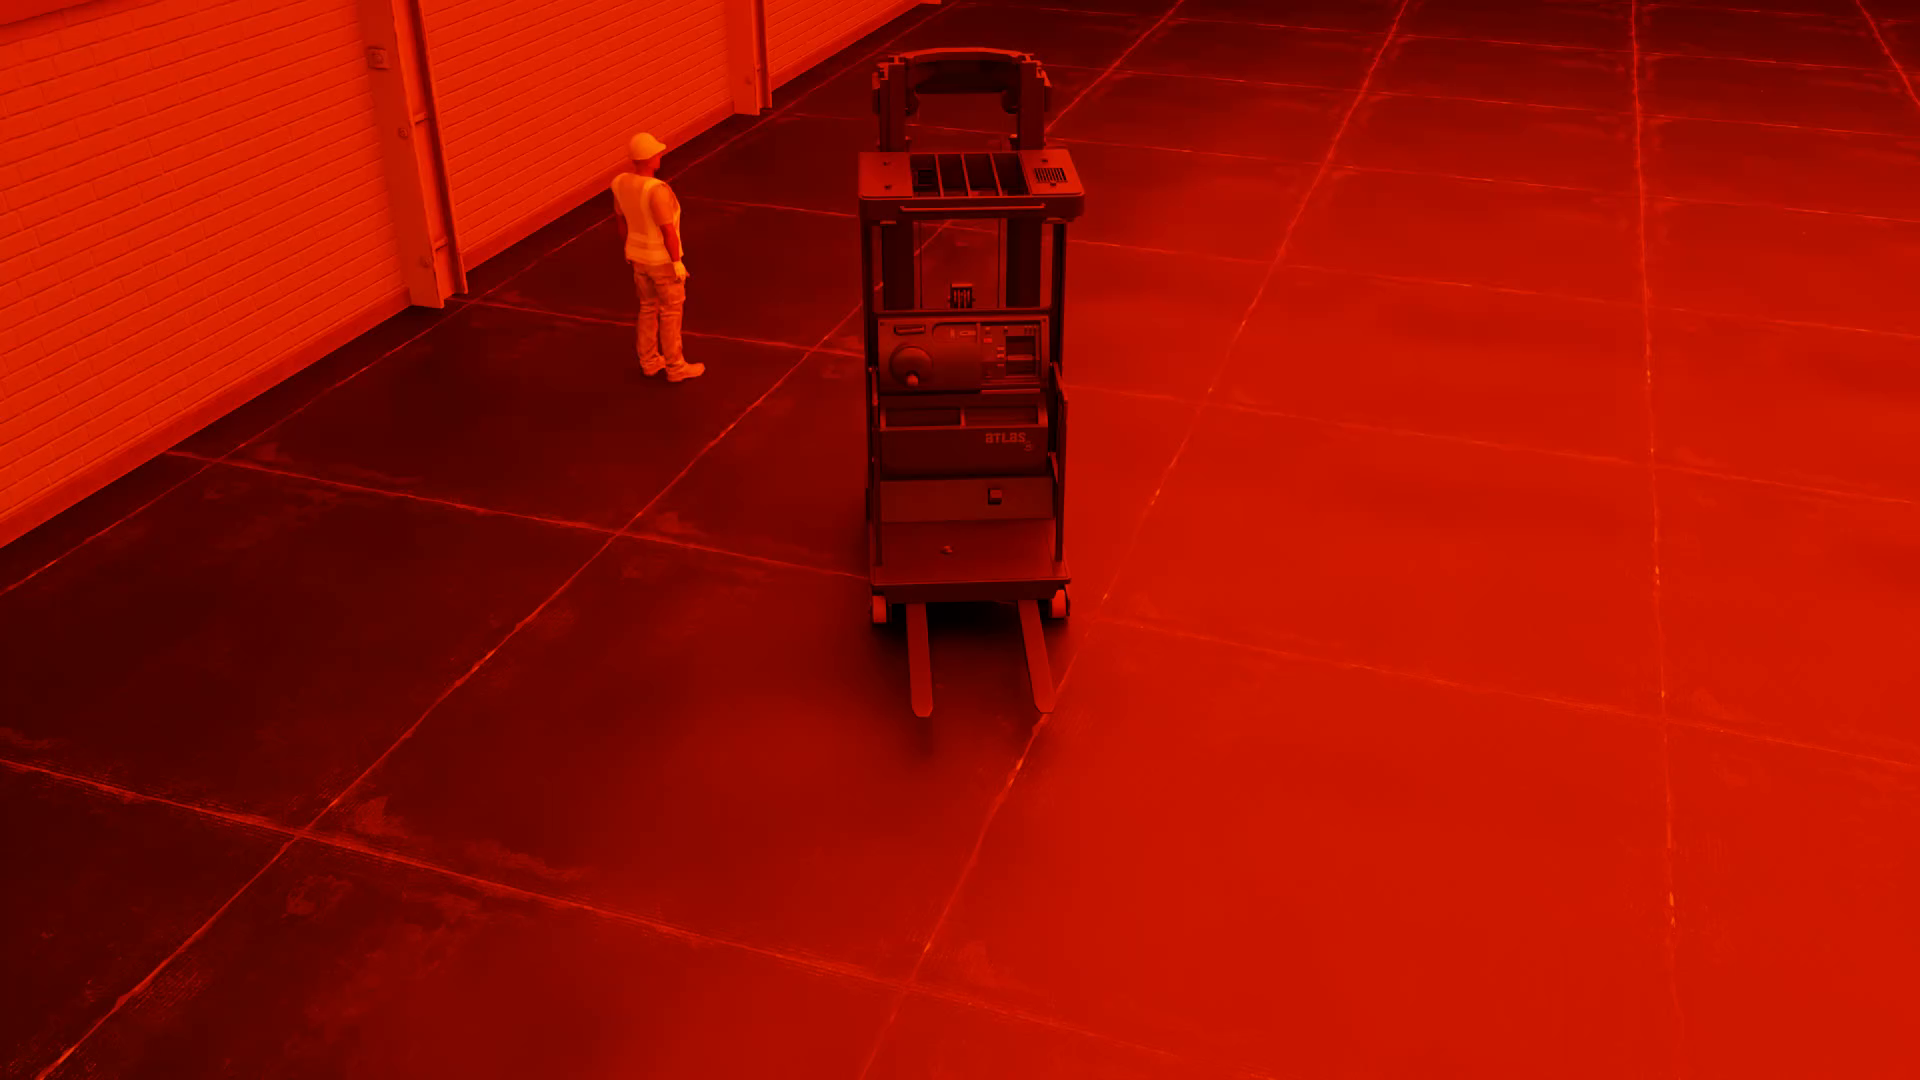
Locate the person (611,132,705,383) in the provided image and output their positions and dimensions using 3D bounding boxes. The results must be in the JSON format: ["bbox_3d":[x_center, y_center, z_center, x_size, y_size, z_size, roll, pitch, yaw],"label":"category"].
[{"bbox_3d":[-2.151,-2.010,11.821,0.582,1.789,0.377,22,36,33],"label":"person"}]

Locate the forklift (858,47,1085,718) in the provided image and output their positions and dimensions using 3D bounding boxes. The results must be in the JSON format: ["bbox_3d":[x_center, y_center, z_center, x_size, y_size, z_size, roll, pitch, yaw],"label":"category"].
[{"bbox_3d":[0.035,-0.972,8.842,1.130,2.935,3.031,-2,30,-3],"label":"forklift"}]
